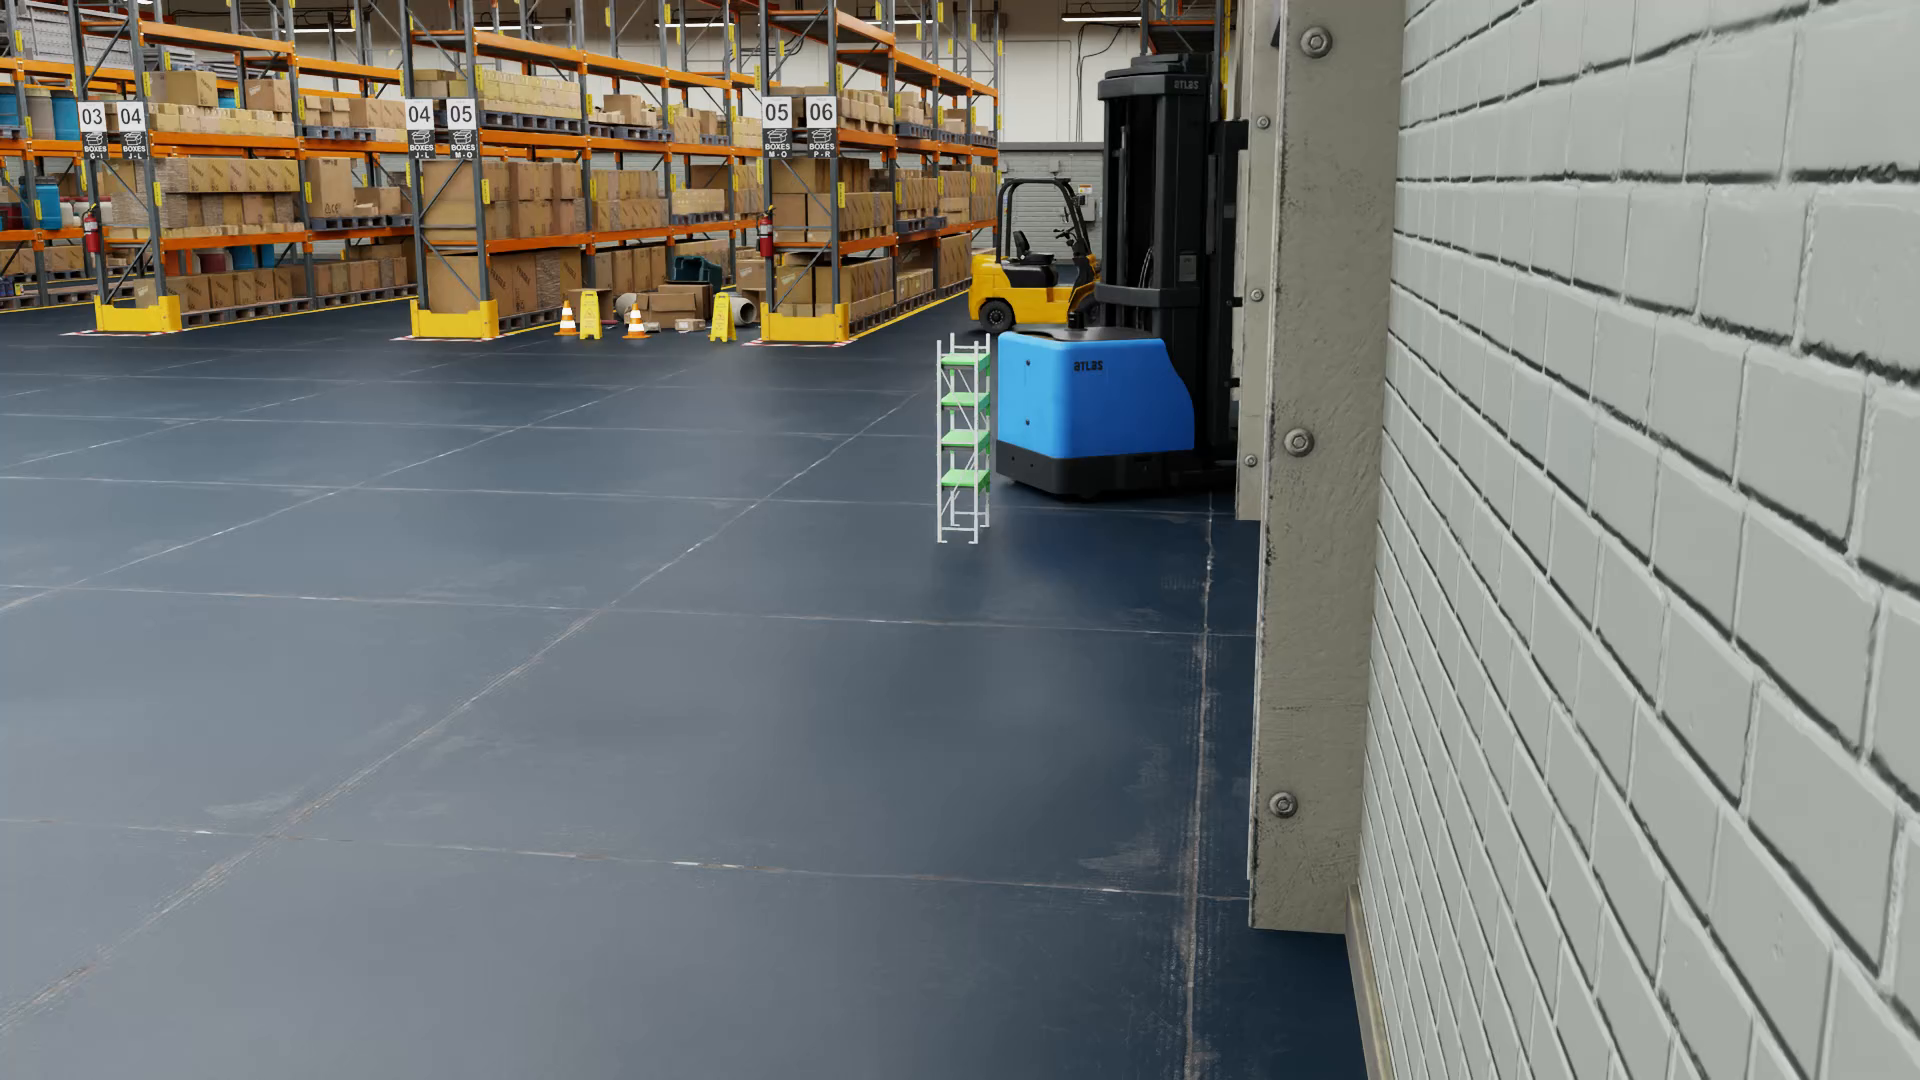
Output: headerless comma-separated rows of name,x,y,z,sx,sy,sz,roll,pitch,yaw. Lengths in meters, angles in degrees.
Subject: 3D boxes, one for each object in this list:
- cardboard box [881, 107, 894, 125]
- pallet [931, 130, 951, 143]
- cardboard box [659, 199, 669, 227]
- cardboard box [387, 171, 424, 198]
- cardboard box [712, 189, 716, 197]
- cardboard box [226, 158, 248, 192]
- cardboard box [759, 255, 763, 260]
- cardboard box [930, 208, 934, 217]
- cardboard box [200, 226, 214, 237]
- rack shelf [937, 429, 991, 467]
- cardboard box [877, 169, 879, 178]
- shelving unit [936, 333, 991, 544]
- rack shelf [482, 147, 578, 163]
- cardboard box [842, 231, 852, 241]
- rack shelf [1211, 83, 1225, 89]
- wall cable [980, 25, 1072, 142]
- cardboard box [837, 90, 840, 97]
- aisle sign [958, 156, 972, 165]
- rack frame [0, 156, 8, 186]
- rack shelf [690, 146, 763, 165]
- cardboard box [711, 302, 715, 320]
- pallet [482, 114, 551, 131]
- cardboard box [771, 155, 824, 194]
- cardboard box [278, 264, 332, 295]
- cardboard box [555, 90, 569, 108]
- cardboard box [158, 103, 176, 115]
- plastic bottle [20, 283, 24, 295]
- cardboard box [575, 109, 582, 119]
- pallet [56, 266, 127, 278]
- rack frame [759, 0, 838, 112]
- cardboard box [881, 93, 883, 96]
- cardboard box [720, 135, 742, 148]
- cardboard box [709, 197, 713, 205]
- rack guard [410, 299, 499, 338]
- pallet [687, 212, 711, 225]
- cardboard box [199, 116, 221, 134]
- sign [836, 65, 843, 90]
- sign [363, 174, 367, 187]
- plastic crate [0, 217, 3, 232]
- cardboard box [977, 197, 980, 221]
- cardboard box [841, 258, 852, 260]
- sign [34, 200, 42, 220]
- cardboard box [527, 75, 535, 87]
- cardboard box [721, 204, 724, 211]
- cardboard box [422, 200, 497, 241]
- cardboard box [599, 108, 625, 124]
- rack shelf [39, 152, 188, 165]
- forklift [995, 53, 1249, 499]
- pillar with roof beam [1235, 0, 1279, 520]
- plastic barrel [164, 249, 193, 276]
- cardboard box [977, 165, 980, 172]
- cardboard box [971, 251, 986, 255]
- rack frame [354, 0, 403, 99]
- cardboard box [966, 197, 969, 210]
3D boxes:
cardboard box,-1.304,-6.445,25.309,0.500,0.250,0.500,2,12,8
pallet,-0.840,-7.350,30.306,1.213,0.211,1.003,2,12,11
cardboard box,-5.597,-5.926,30.133,0.500,0.500,0.500,2,12,9
cardboard box,-10.550,-6.852,32.050,0.797,0.503,0.637,2,12,11
cardboard box,-5.129,-6.986,33.477,0.380,0.149,0.250,1,12,7
cardboard box,-11.325,-5.597,25.527,0.500,0.500,0.500,2,12,9
cardboard box,-4.565,-6.214,36.770,0.380,0.149,0.250,3,12,11
cardboard box,-0.669,-5.735,29.083,0.380,0.149,0.250,2,12,8
cardboard box,-11.455,-4.632,24.964,0.380,0.149,0.250,2,12,9
rack shelf,0.025,-0.559,10.040,0.258,0.148,0.480,2,12,9
cardboard box,-1.542,-6.029,27.370,0.380,0.149,0.250,1,12,6
shelving unit,0.025,-0.621,10.027,0.258,1.200,0.503,2,12,9
rack shelf,-9.756,-8.525,37.018,1.077,0.370,4.000,2,12,9
cardboard box,-1.714,-4.222,23.059,0.380,0.149,0.250,1,12,7
rack shelf,4.942,-9.509,34.470,1.077,0.370,4.000,2,12,9
wall cable,1.683,-11.606,42.489,2.355,3.000,0.029,2,12,9
cardboard box,-1.837,-6.029,22.430,0.380,0.149,0.250,2,12,8
aisle sign,0.068,-8.801,37.539,0.394,0.787,0.004,2,12,9
rack frame,-24.131,-8.308,41.424,1.000,3.000,0.127,2,12,9
rack shelf,-4.870,-8.343,36.175,1.077,0.370,4.000,2,12,9
cardboard box,-3.748,-3.571,25.933,0.258,0.266,0.396,-7,14,-30
pallet,-6.734,-6.147,24.485,1.003,0.211,1.213,2,12,9
cardboard box,-2.254,-4.971,22.624,0.700,0.500,0.500,2,12,7
cardboard box,-11.178,-4.449,28.406,0.700,0.500,0.500,1,12,4
cardboard box,-6.308,-6.723,25.367,0.500,0.250,0.500,2,12,8
cardboard box,-11.503,-6.185,23.860,0.380,0.149,0.250,2,12,10
plastic bottle,-15.936,-4.251,28.195,0.097,0.201,0.097,0,12,0
cardboard box,-6.148,-6.658,26.011,0.380,0.149,0.250,2,12,8
pallet,-19.745,-6.095,37.776,1.003,0.211,1.213,2,12,9
rack frame,-2.117,-7.108,21.613,1.000,3.000,0.127,2,12,9
cardboard box,-1.403,-7.188,27.280,0.500,0.250,0.500,2,12,10
cardboard box,-4.846,-8.293,34.590,0.500,0.250,0.500,3,12,12
cardboard box,-5.162,-6.787,33.261,0.380,0.149,0.250,1,12,7
rack guard,-7.027,-3.087,23.132,1.175,0.500,0.348,2,12,9
pallet,-5.529,-6.299,32.558,1.003,0.211,1.213,2,12,9
cardboard box,-11.426,-6.191,24.839,0.500,0.250,0.500,2,12,8
sign,-1.581,-6.051,21.756,0.100,0.325,0.005,2,12,9
sign,-11.227,-6.745,31.421,0.100,0.325,0.005,2,12,9
plastic crate,-16.090,-5.177,27.249,0.499,0.251,0.616,2,12,9
cardboard box,0.141,-6.916,34.725,0.500,0.500,0.500,2,12,9
cardboard box,-1.930,-4.009,25.227,0.500,0.500,0.500,2,12,11
sign,-15.646,-5.604,28.221,0.100,0.325,0.005,2,12,9
cardboard box,-6.422,-6.679,24.213,0.380,0.149,0.250,2,12,9
cardboard box,-5.043,-6.806,34.052,0.380,0.149,0.250,2,12,7
cardboard box,-7.011,-4.466,23.241,0.875,0.550,0.550,2,12,9
cardboard box,-5.911,-7.184,28.175,0.396,0.266,0.258,2,12,9
rack shelf,-19.544,-8.847,38.511,1.077,0.370,4.000,2,12,9
forklift,1.818,-1.888,11.797,3.031,2.935,1.130,-5,13,-23
pillar with roof beam,-2.313,-4.705,10.464,9.100,9.000,0.400,2,12,9
plastic barrel,-15.514,-5.569,32.867,0.600,0.830,0.708,2,12,9
cardboard box,0.223,-7.797,34.904,0.380,0.149,0.250,2,12,7
cardboard box,0.068,-5.939,35.517,0.875,0.438,0.875,2,12,7
rack frame,-10.678,-9.094,30.831,1.000,3.000,0.127,2,12,9
cardboard box,-0.099,-6.744,33.337,0.500,0.250,0.500,2,12,9
